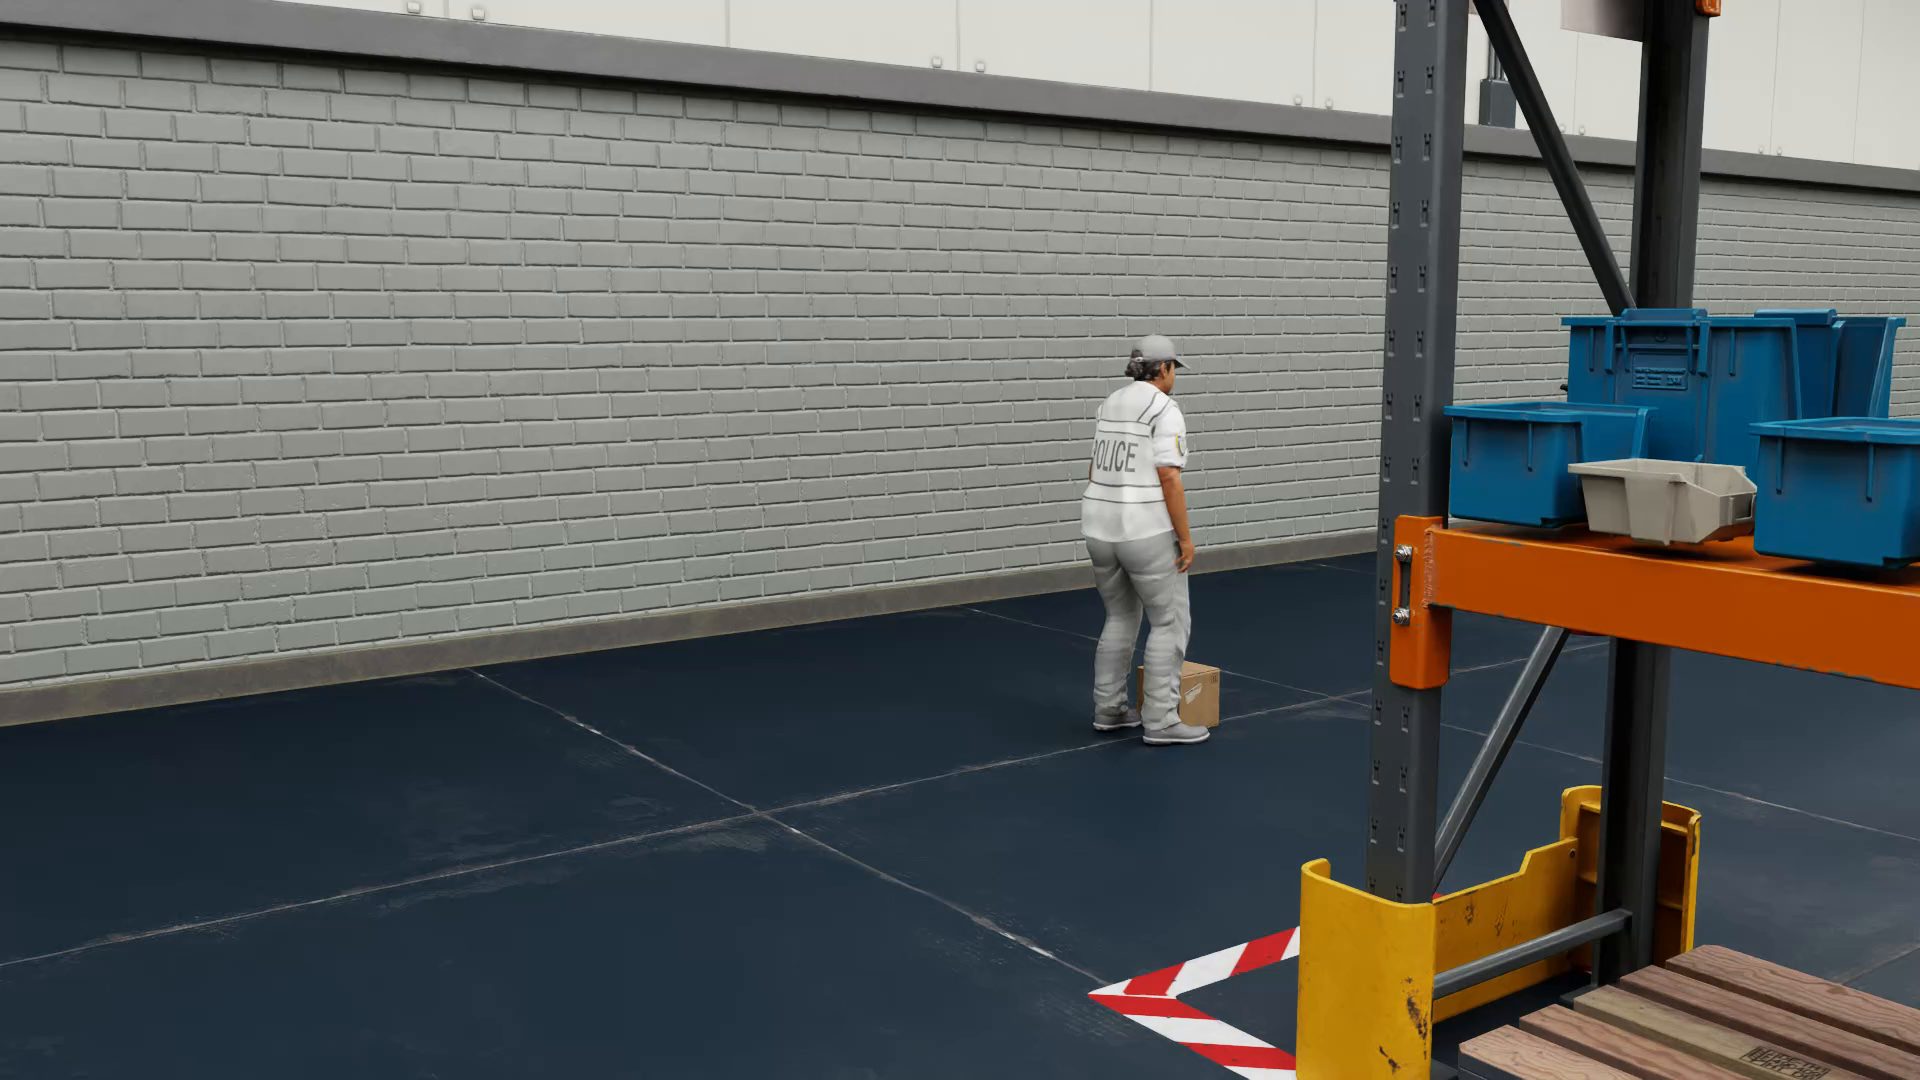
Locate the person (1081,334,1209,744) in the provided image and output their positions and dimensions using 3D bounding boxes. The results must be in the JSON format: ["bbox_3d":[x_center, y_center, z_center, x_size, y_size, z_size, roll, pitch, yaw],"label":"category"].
[{"bbox_3d":[0.766,-0.013,6.878,0.468,1.666,0.541,-6,10,-36],"label":"person"}]
